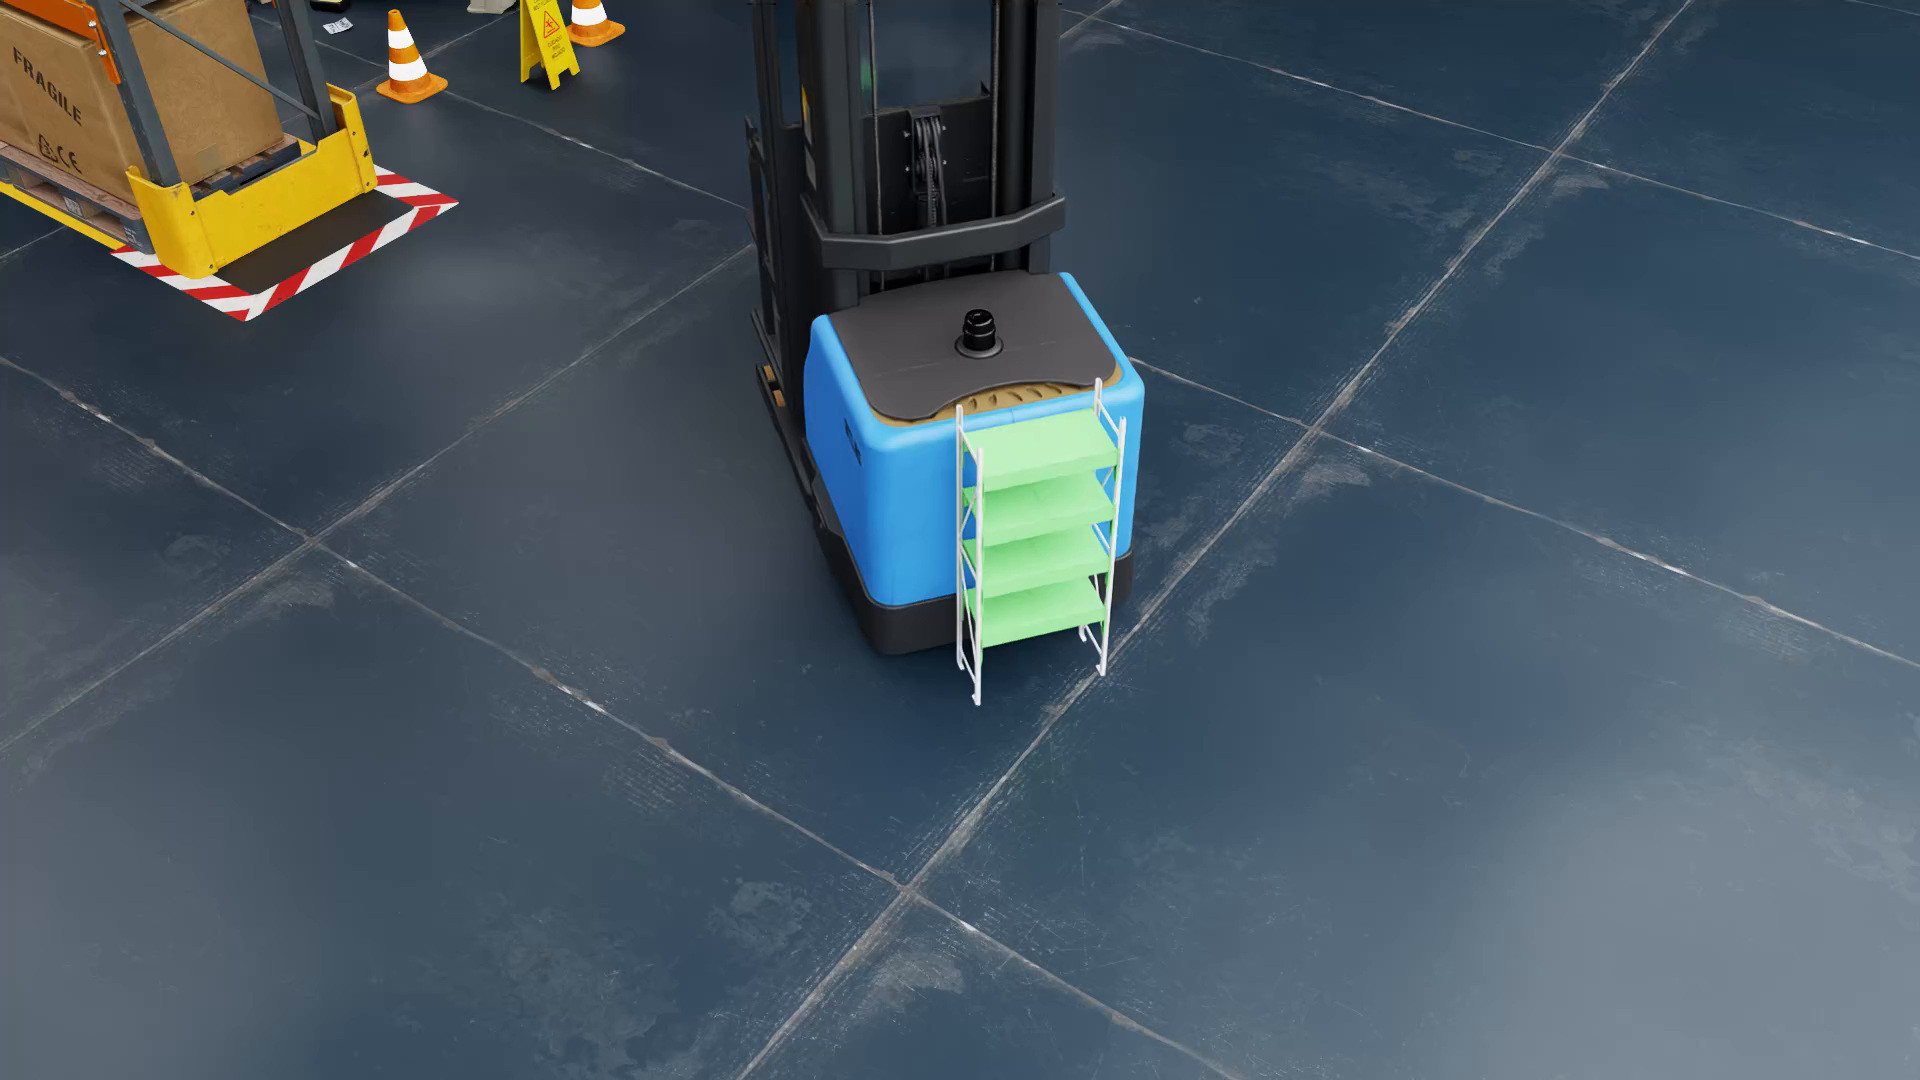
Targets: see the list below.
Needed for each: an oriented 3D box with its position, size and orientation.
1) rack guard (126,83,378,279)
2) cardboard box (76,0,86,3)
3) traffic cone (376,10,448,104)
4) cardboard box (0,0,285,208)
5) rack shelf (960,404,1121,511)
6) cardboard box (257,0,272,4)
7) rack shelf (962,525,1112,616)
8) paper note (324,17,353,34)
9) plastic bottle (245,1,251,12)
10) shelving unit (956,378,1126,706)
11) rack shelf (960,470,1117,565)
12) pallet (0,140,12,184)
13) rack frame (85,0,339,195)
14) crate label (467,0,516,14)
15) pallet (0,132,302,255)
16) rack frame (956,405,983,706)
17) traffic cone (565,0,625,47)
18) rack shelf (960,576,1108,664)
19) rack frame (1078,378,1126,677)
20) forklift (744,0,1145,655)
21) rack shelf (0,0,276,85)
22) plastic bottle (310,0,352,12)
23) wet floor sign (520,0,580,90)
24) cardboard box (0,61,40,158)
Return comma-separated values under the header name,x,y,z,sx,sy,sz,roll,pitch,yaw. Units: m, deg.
name,x,y,z,sx,sy,sz,roll,pitch,yaw
rack guard,-3.554,-1.837,8.428,0.348,0.500,1.175,25,48,25
cardboard box,-3.904,-2.951,7.686,0.550,0.550,0.875,25,48,25
traffic cone,-3.193,-2.811,9.544,0.334,0.463,0.336,25,48,25
cardboard box,-4.167,-2.366,8.423,0.875,0.875,0.875,25,48,26
rack shelf,0.263,-0.277,5.536,0.480,0.148,0.258,-12,43,-13
cardboard box,-4.384,-3.638,10.616,0.396,0.266,0.258,-34,52,-32
rack shelf,0.263,0.080,5.856,0.480,0.148,0.258,-12,43,-13
paper note,-3.849,-3.182,10.284,0.144,0.017,0.142,-25,48,-25
plastic bottle,-4.557,-3.302,10.394,0.133,0.061,0.283,10,43,11
shelving unit,0.263,0.033,5.813,0.503,1.200,0.258,-12,43,-13
rack shelf,0.263,-0.098,5.696,0.480,0.148,0.258,-12,43,-13
pallet,-5.268,-2.469,9.351,1.213,0.211,1.003,25,48,25
rack frame,-3.574,-2.778,7.605,0.127,3.000,1.000,25,48,25
crate label,-2.945,-3.443,10.495,0.298,0.136,0.250,3,42,4
pallet,-4.273,-2.002,8.829,1.213,0.211,1.003,25,48,25
rack frame,0.031,0.082,5.758,0.015,1.200,0.240,-12,43,-13
traffic cone,-2.266,-3.298,10.088,0.334,0.463,0.336,25,48,25
rack shelf,0.263,0.259,6.016,0.480,0.148,0.258,-12,43,-13
rack frame,0.495,-0.017,5.869,0.015,1.200,0.240,-12,43,-13
forklift,-0.273,-1.662,6.410,1.130,2.935,3.031,-12,43,-13
rack shelf,-5.211,-3.275,8.700,4.000,0.370,1.077,25,48,25
plastic bottle,-4.007,-3.401,10.505,0.283,0.061,0.133,10,43,11
wet floor sign,-2.413,-2.970,9.585,0.232,0.644,0.267,17,45,18
cardboard box,-4.888,-2.702,8.798,0.875,0.875,0.875,24,47,25
